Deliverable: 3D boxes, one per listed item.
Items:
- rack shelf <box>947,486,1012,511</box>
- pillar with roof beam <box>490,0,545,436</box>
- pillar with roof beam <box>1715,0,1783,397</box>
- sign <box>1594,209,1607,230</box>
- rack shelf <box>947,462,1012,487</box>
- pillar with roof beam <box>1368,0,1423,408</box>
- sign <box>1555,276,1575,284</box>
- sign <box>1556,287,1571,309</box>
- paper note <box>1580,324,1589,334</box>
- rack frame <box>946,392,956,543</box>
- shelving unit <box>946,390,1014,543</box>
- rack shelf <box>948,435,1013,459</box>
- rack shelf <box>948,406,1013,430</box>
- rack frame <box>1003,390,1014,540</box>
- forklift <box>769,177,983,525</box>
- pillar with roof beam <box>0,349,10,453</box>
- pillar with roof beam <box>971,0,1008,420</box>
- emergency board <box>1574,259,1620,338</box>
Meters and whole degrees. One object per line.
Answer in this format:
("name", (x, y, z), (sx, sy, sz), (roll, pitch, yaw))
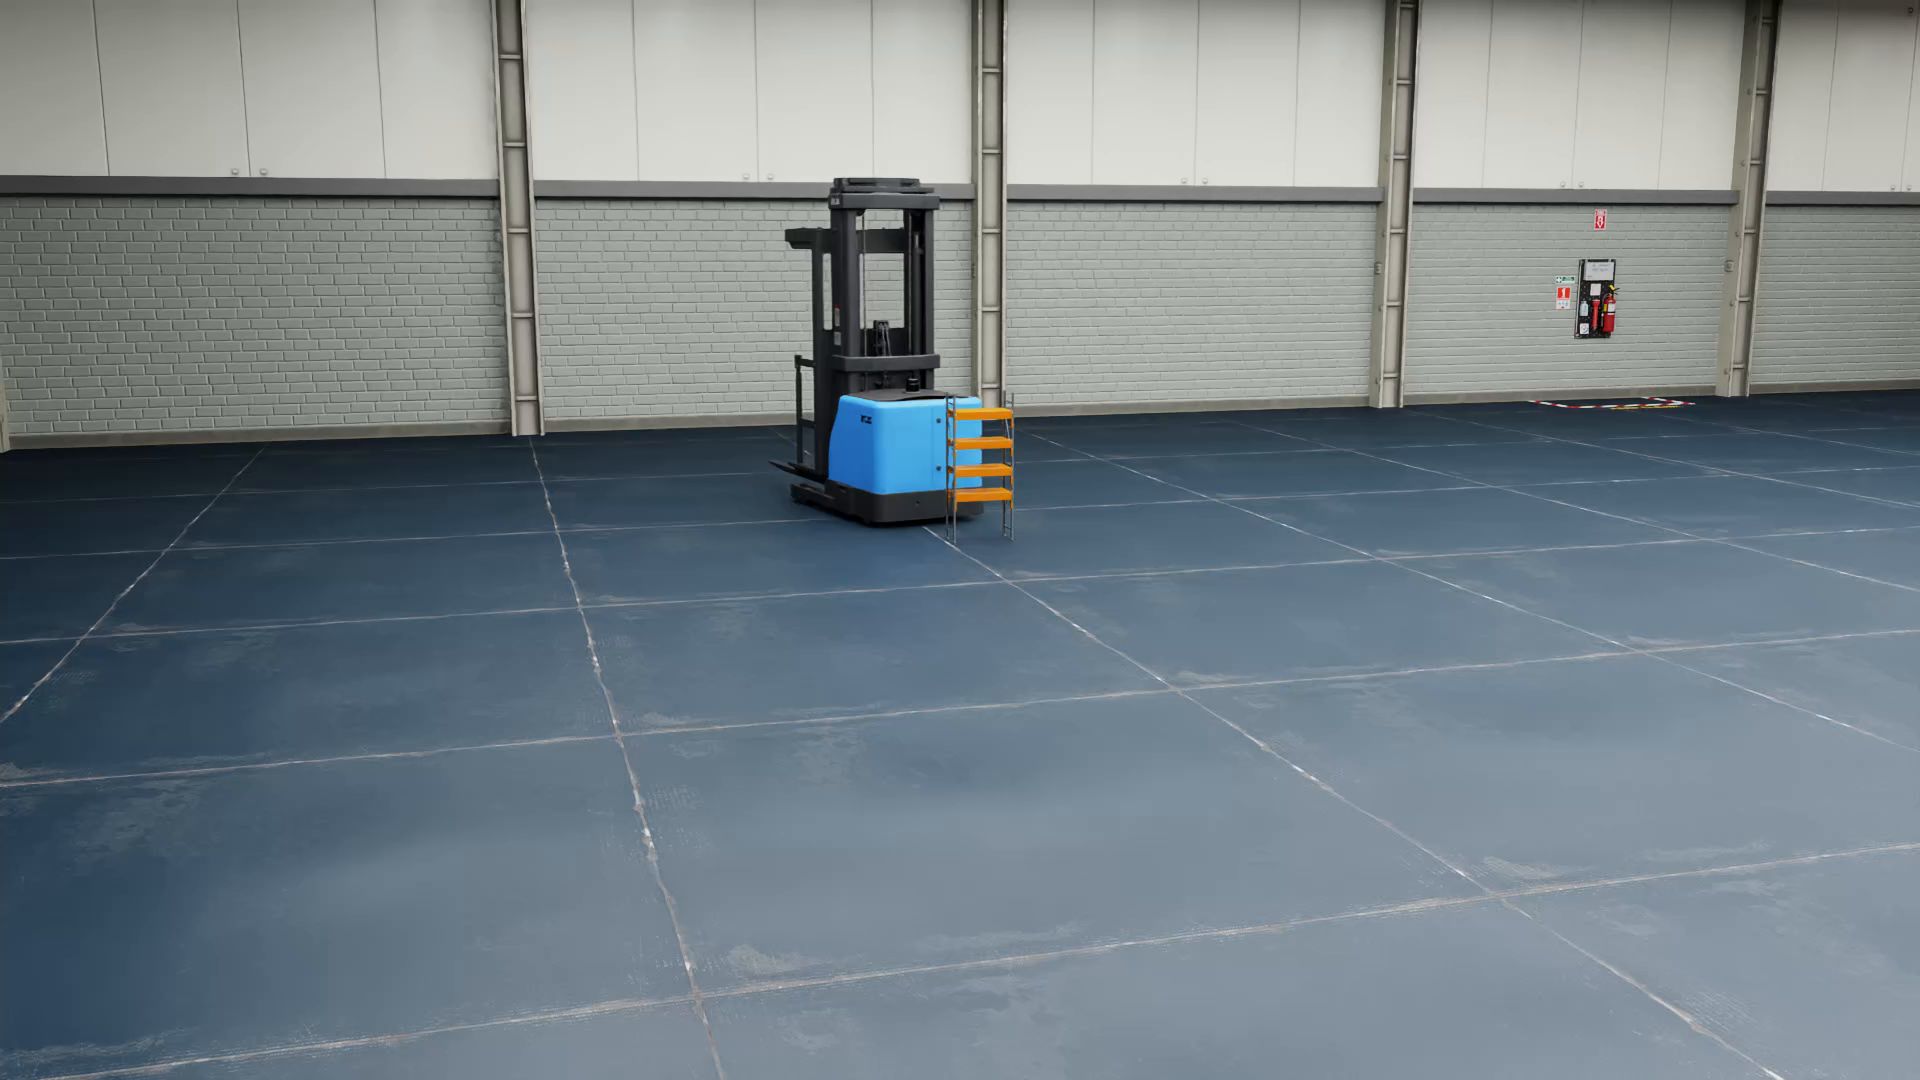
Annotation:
("rack shelf", (0.159, -0.337, 13.531), (0.480, 0.148, 0.258), (-3, 11, -16))
("pillar with roof beam", (-4.177, -4.996, 15.832), (0.400, 9.000, 9.100), (-3, 11, -16))
("pillar with roof beam", (13.106, -5.907, 20.779), (0.400, 9.000, 9.100), (-3, 11, -16))
("sign", (9.483, -4.744, 24.626), (0.199, 0.298, 0.001), (-3, 11, -16))
("rack shelf", (0.159, -0.532, 13.496), (0.480, 0.148, 0.258), (-3, 11, -16))
("pillar with roof beam", (7.345, -5.604, 19.130), (0.400, 9.000, 9.100), (-3, 11, -16))
("sign", (8.966, -3.854, 24.632), (0.331, 0.109, 0.001), (-3, 11, -16))
("sign", (8.959, -3.594, 24.687), (0.234, 0.329, 0.001), (-3, 11, -16))
("paper note", (9.330, -3.157, 24.841), (0.142, 0.148, 0.016), (-3, 11, -16))
("rack frame", (-0.075, -0.586, 13.416), (0.015, 1.200, 0.240), (-3, 11, -16))
("shelving unit", (0.159, -0.598, 13.483), (0.503, 1.200, 0.258), (-3, 11, -16))
("rack shelf", (0.159, -0.752, 13.455), (0.480, 0.148, 0.258), (-3, 11, -16))
("rack shelf", (0.159, -0.985, 13.412), (0.480, 0.148, 0.258), (-3, 11, -16))
("rack frame", (0.393, -0.611, 13.550), (0.015, 1.200, 0.240), (-3, 11, -16))
("forklift", (-0.921, -1.798, 15.216), (1.130, 2.935, 3.031), (-5, 12, -27))
("pillar with roof beam", (-9.938, -4.693, 14.182), (0.400, 9.000, 9.100), (-3, 11, -16))
("pillar with roof beam", (1.584, -5.300, 17.481), (0.400, 9.000, 9.100), (-3, 11, -16))
("emergency board", (9.519, -3.587, 24.744), (0.643, 1.169, 0.194), (-3, 11, -16))
